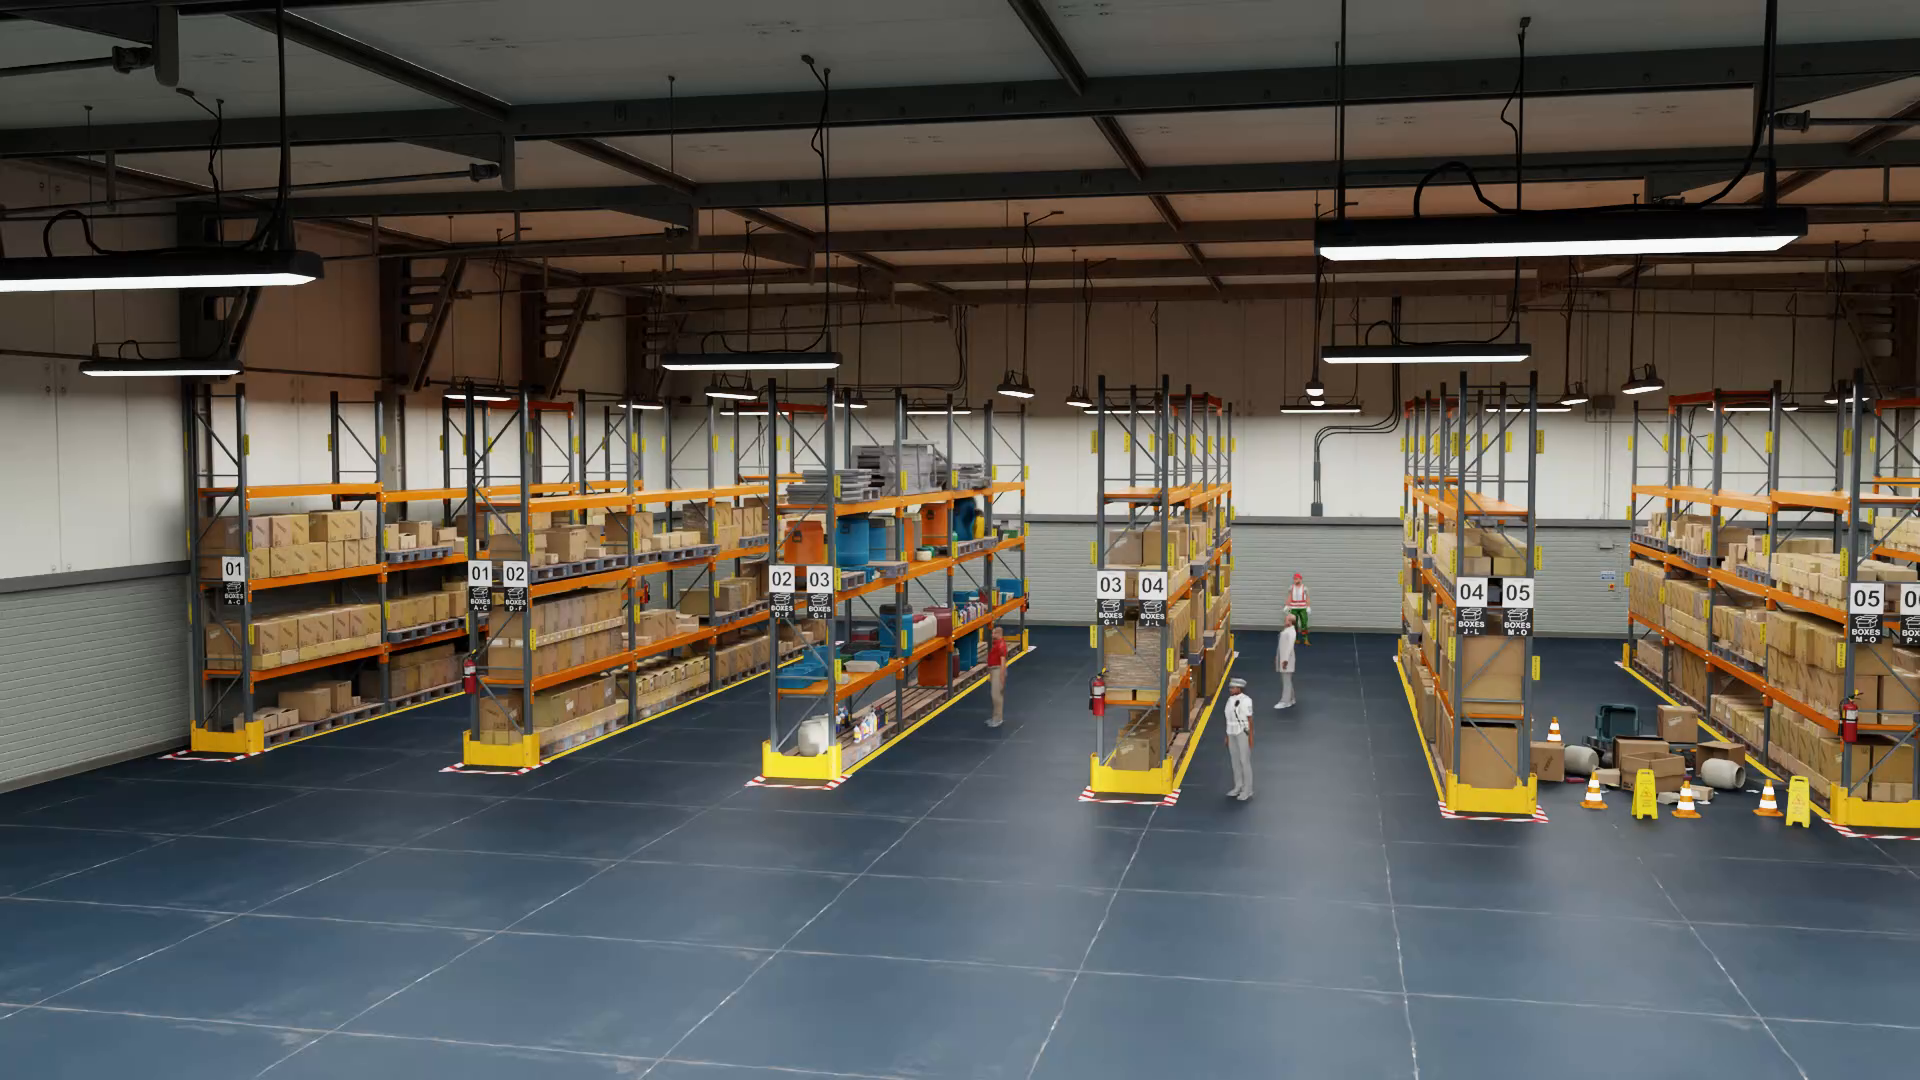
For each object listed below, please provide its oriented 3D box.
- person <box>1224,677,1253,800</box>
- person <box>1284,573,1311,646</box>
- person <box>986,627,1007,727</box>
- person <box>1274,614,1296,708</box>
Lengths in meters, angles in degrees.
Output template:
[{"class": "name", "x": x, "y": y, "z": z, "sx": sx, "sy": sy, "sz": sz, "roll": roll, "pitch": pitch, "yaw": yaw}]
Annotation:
[{"class": "person", "x": 3.963, "y": 2.824, "z": 23.704, "sx": 0.389, "sy": 1.703, "sz": 0.538, "roll": -2, "pitch": 4, "yaw": -32}, {"class": "person", "x": 8.472, "y": 1.736, "z": 41.728, "sx": 0.661, "sy": 1.792, "sz": 0.509, "roll": 0, "pitch": 3, "yaw": 5}, {"class": "person", "x": 0.639, "y": 2.445, "z": 29.823, "sx": 0.409, "sy": 1.767, "sz": 0.643, "roll": 0, "pitch": 3, "yaw": -6}, {"class": "person", "x": 6.224, "y": 2.307, "z": 31.815, "sx": 0.575, "sy": 1.789, "sz": 0.594, "roll": -1, "pitch": 3, "yaw": -17}]
